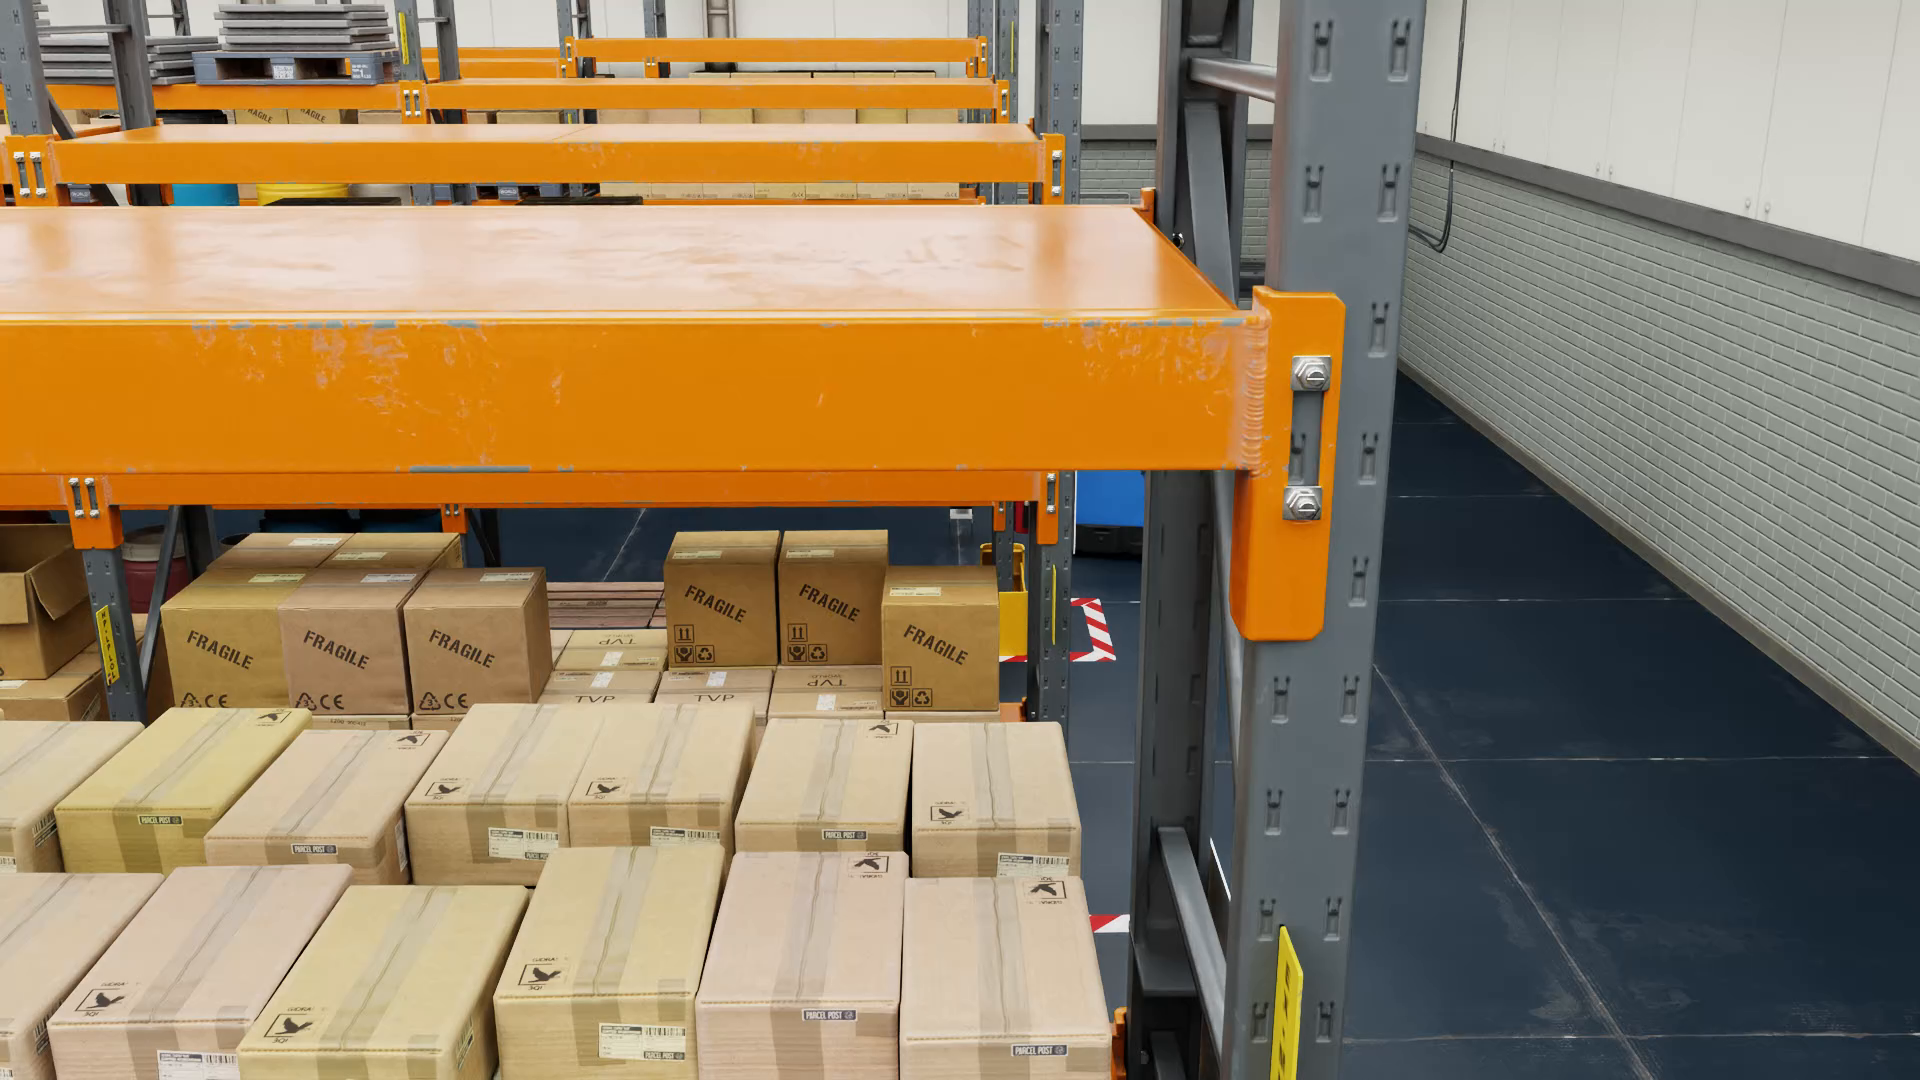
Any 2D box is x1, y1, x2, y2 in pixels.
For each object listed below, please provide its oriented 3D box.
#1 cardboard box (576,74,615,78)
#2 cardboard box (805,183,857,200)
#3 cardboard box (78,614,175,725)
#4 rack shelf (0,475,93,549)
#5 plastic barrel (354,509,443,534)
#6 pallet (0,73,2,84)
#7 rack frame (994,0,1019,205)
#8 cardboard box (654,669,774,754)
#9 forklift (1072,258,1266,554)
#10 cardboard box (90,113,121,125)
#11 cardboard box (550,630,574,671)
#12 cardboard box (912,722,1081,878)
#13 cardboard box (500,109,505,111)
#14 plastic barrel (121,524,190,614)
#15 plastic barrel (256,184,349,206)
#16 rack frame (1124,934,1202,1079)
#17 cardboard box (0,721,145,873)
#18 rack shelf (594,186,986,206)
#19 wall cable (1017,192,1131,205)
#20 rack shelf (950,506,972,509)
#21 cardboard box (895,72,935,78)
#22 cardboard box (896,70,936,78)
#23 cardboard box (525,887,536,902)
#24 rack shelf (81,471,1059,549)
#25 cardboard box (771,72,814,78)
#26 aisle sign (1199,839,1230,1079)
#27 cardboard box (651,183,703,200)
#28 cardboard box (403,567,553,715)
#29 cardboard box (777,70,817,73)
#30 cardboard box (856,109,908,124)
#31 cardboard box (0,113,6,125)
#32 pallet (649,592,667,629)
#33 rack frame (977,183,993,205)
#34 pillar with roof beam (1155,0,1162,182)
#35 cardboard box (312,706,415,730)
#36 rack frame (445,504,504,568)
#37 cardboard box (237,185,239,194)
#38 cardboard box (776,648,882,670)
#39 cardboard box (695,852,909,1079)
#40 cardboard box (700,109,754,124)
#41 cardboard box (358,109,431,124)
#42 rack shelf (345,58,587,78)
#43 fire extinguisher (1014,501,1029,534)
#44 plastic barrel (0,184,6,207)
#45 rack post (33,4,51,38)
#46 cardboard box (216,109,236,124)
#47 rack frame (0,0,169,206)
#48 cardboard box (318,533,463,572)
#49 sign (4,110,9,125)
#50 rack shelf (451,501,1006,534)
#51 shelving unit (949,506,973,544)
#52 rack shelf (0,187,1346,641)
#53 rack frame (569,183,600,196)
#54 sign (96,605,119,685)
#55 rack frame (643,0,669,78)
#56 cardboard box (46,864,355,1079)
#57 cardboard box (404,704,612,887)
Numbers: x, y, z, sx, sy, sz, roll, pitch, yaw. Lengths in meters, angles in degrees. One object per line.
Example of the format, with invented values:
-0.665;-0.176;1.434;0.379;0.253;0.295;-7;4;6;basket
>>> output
-4.716;-5.826;21.276;0.500;0.250;0.500;1;18;3;cardboard box
-1.262;-3.523;16.453;0.500;0.250;0.500;0;18;-1;cardboard box
-4.063;0.669;7.888;0.500;0.500;0.500;0;18;-1;cardboard box
-5.599;-0.285;7.293;4.000;0.370;1.077;0;18;-1;rack shelf
-4.222;0.075;12.652;0.708;0.901;0.600;0;18;-1;plastic barrel
-6.955;-3.273;11.482;1.003;0.211;1.213;0;18;-1;pallet
0.322;-3.598;11.531;0.127;3.000;1.000;0;18;-1;rack frame
-1.096;0.789;7.435;0.500;0.250;0.500;-1;18;-3;cardboard box
2.183;-1.344;14.439;3.031;2.935;1.130;3;18;9;forklift
-10.669;-5.276;21.132;0.500;0.311;0.500;0;18;1;cardboard box
-2.134;0.632;7.924;0.500;0.250;0.500;0;18;0;cardboard box
0.050;0.434;2.648;0.250;0.149;0.380;0;18;-1;cardboard box
-5.773;-5.457;21.354;0.500;0.500;0.700;0;18;-1;cardboard box
-6.059;0.233;12.672;0.708;0.588;0.600;0;18;-1;plastic barrel
-4.587;-2.373;11.629;0.600;0.588;0.600;0;18;0;plastic barrel
0.377;2.287;3.008;0.127;3.000;1.000;0;18;-1;rack frame
-1.503;0.433;2.652;0.250;0.149;0.380;0;18;1;cardboard box
-1.752;-3.330;16.785;4.000;0.370;1.077;0;18;-1;rack shelf
1.431;-4.546;22.645;1.851;1.984;0.084;0;18;-1;wall cable
0.008;-0.311;14.948;0.200;0.077;0.258;0;18;-1;rack shelf
-0.562;-5.642;20.980;0.500;0.500;0.500;0;18;-1;cardboard box
-0.568;-5.799;21.470;0.500;0.500;0.500;-1;18;-3;cardboard box
-0.587;0.617;2.729;0.500;0.250;0.500;0;18;-2;cardboard box
-1.600;-0.305;7.354;4.000;0.370;1.077;0;18;-1;rack shelf
-2.109;-5.636;20.961;0.500;0.500;0.500;0;18;-1;cardboard box
0.446;0.957;2.898;0.004;0.787;0.394;0;18;-1;aisle sign
-2.762;-3.520;16.444;0.500;0.250;0.500;0;18;-1;cardboard box
-2.104;0.435;7.311;0.500;0.500;0.500;-1;18;-3;cardboard box
-2.100;-5.796;21.460;0.500;0.500;0.500;-1;18;-3;cardboard box
-0.767;-4.222;16.587;0.500;0.500;0.700;0;18;-1;cardboard box
-12.336;-5.117;20.980;0.500;0.500;0.500;0;18;1;cardboard box
-1.720;0.584;12.883;1.213;0.211;1.003;0;18;-1;pallet
0.248;-2.254;17.164;0.127;3.000;1.000;0;18;-1;rack frame
2.920;-5.586;17.729;0.400;9.000;9.100;0;18;-1;pillar with roof beam
-2.628;0.797;7.410;0.500;0.250;0.500;0;18;-1;cardboard box
-3.677;-0.722;12.387;0.127;3.000;1.000;0;18;-1;rack frame
-7.316;-3.704;16.609;0.500;0.500;0.910;0;18;-1;cardboard box
-0.604;0.626;7.945;0.500;0.250;0.500;0;18;-2;cardboard box
-0.198;0.571;2.220;0.250;0.149;0.380;0;18;0;cardboard box
-2.264;-4.164;16.407;0.500;0.500;0.700;0;18;-1;cardboard box
-5.590;-3.971;16.591;0.600;0.600;0.600;-1;18;-3;cardboard box
-5.752;-4.549;16.328;4.000;0.370;1.077;0;18;-1;rack shelf
0.480;-0.389;12.086;0.183;0.674;0.296;0;18;-1;fire extinguisher
-7.109;-2.537;11.745;0.708;0.830;0.600;0;18;-1;plastic barrel
-6.953;-3.539;11.473;0.937;0.300;0.954;0;18;-1;rack post
-7.315;-4.168;16.418;0.500;0.500;0.500;0;18;-1;cardboard box
-3.599;-2.066;6.755;0.127;3.000;1.000;0;18;-1;rack frame
-2.643;0.278;7.800;0.500;0.500;0.500;0;18;0;cardboard box
-11.817;-5.218;20.646;0.005;0.325;0.100;0;18;-1;sign
-1.678;-0.389;12.527;4.000;0.370;1.077;0;18;-1;rack shelf
0.008;-0.429;14.910;0.210;0.900;0.258;0;18;-1;shelving unit
-1.622;-0.216;2.172;4.000;0.370;1.077;0;18;-1;rack shelf
-3.752;-2.235;17.104;0.127;3.000;1.000;0;18;-1;rack frame
-3.581;0.443;6.991;0.005;0.325;0.100;0;18;-1;sign
-3.834;-6.604;20.903;0.127;3.000;1.000;0;18;-1;rack frame
-0.972;0.583;2.182;0.250;0.149;0.380;-1;18;-2;cardboard box
-0.721;0.410;2.723;0.250;0.149;0.380;0;18;0;cardboard box
